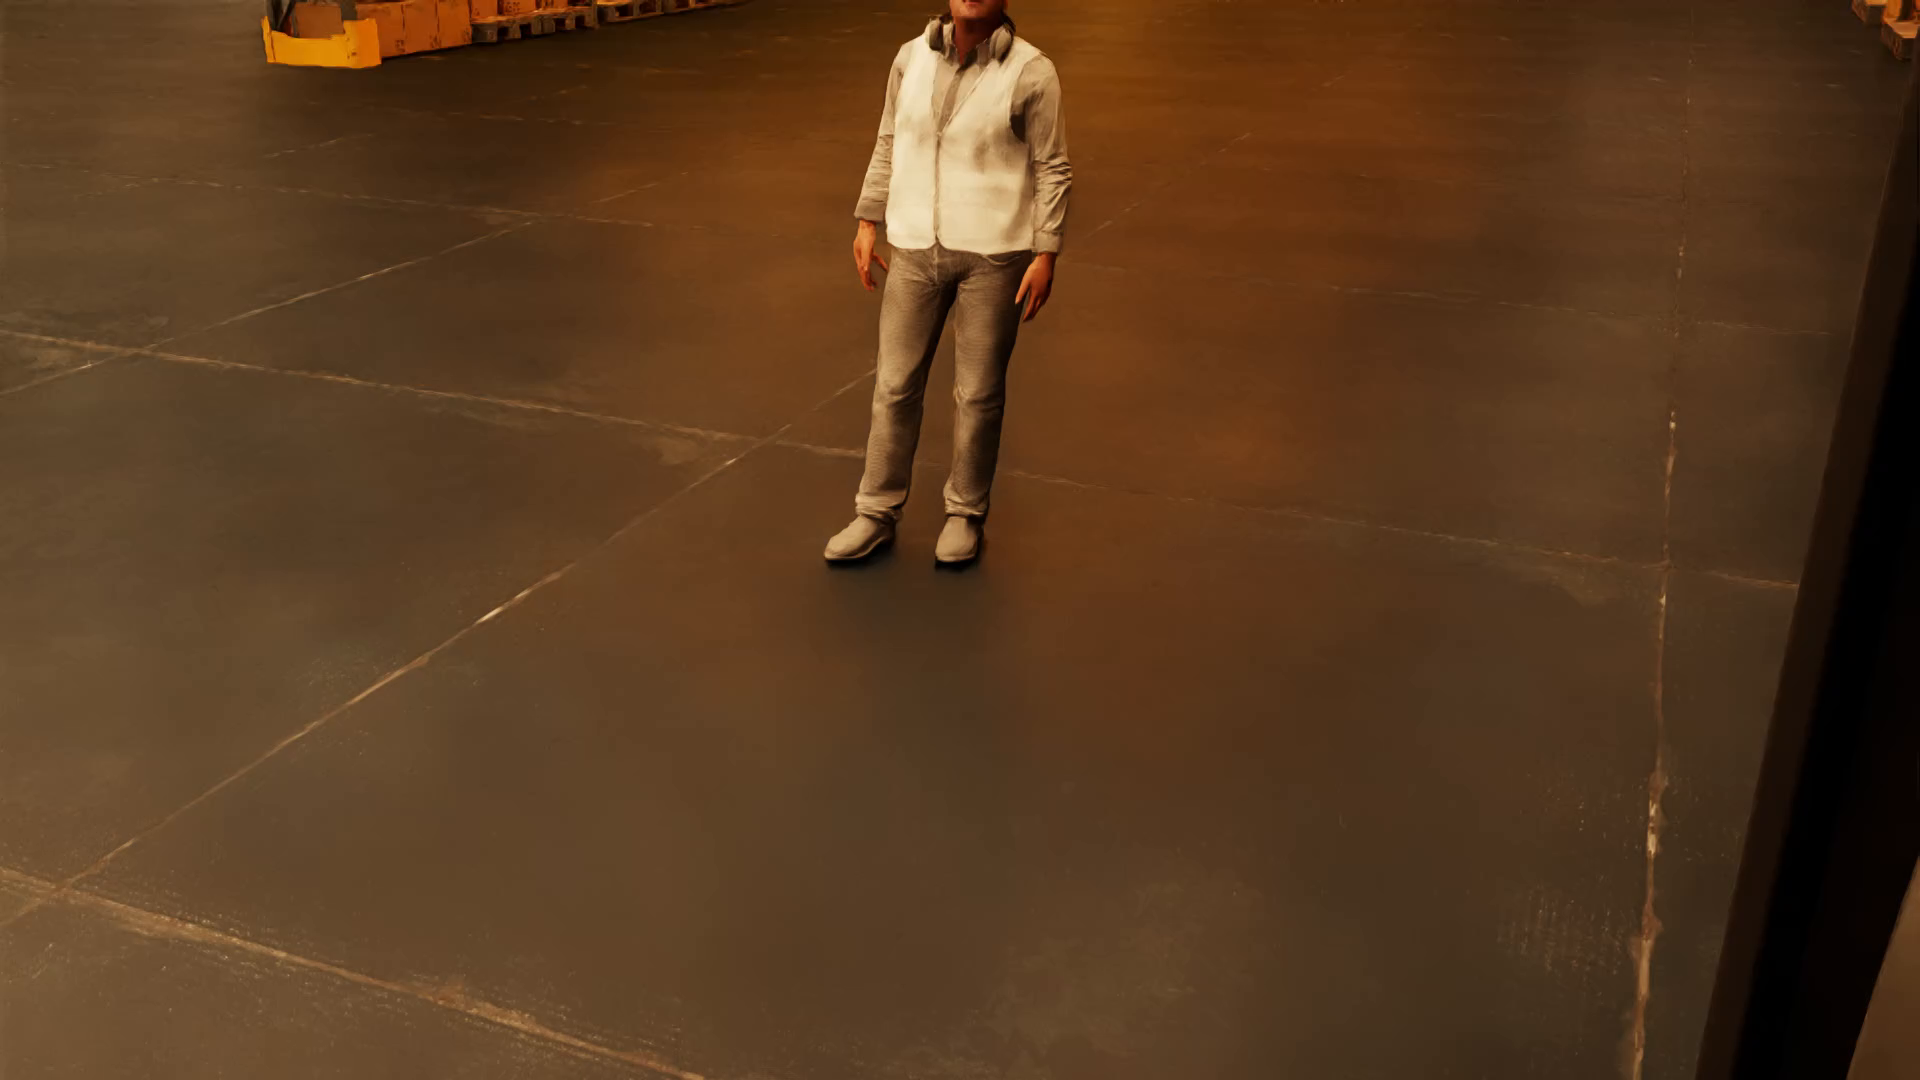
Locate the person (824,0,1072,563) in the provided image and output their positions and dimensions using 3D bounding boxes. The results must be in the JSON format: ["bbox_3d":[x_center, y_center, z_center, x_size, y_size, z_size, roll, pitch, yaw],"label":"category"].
[{"bbox_3d":[-0.031,-0.804,4.698,0.632,1.773,0.567,9,24,21],"label":"person"}]
